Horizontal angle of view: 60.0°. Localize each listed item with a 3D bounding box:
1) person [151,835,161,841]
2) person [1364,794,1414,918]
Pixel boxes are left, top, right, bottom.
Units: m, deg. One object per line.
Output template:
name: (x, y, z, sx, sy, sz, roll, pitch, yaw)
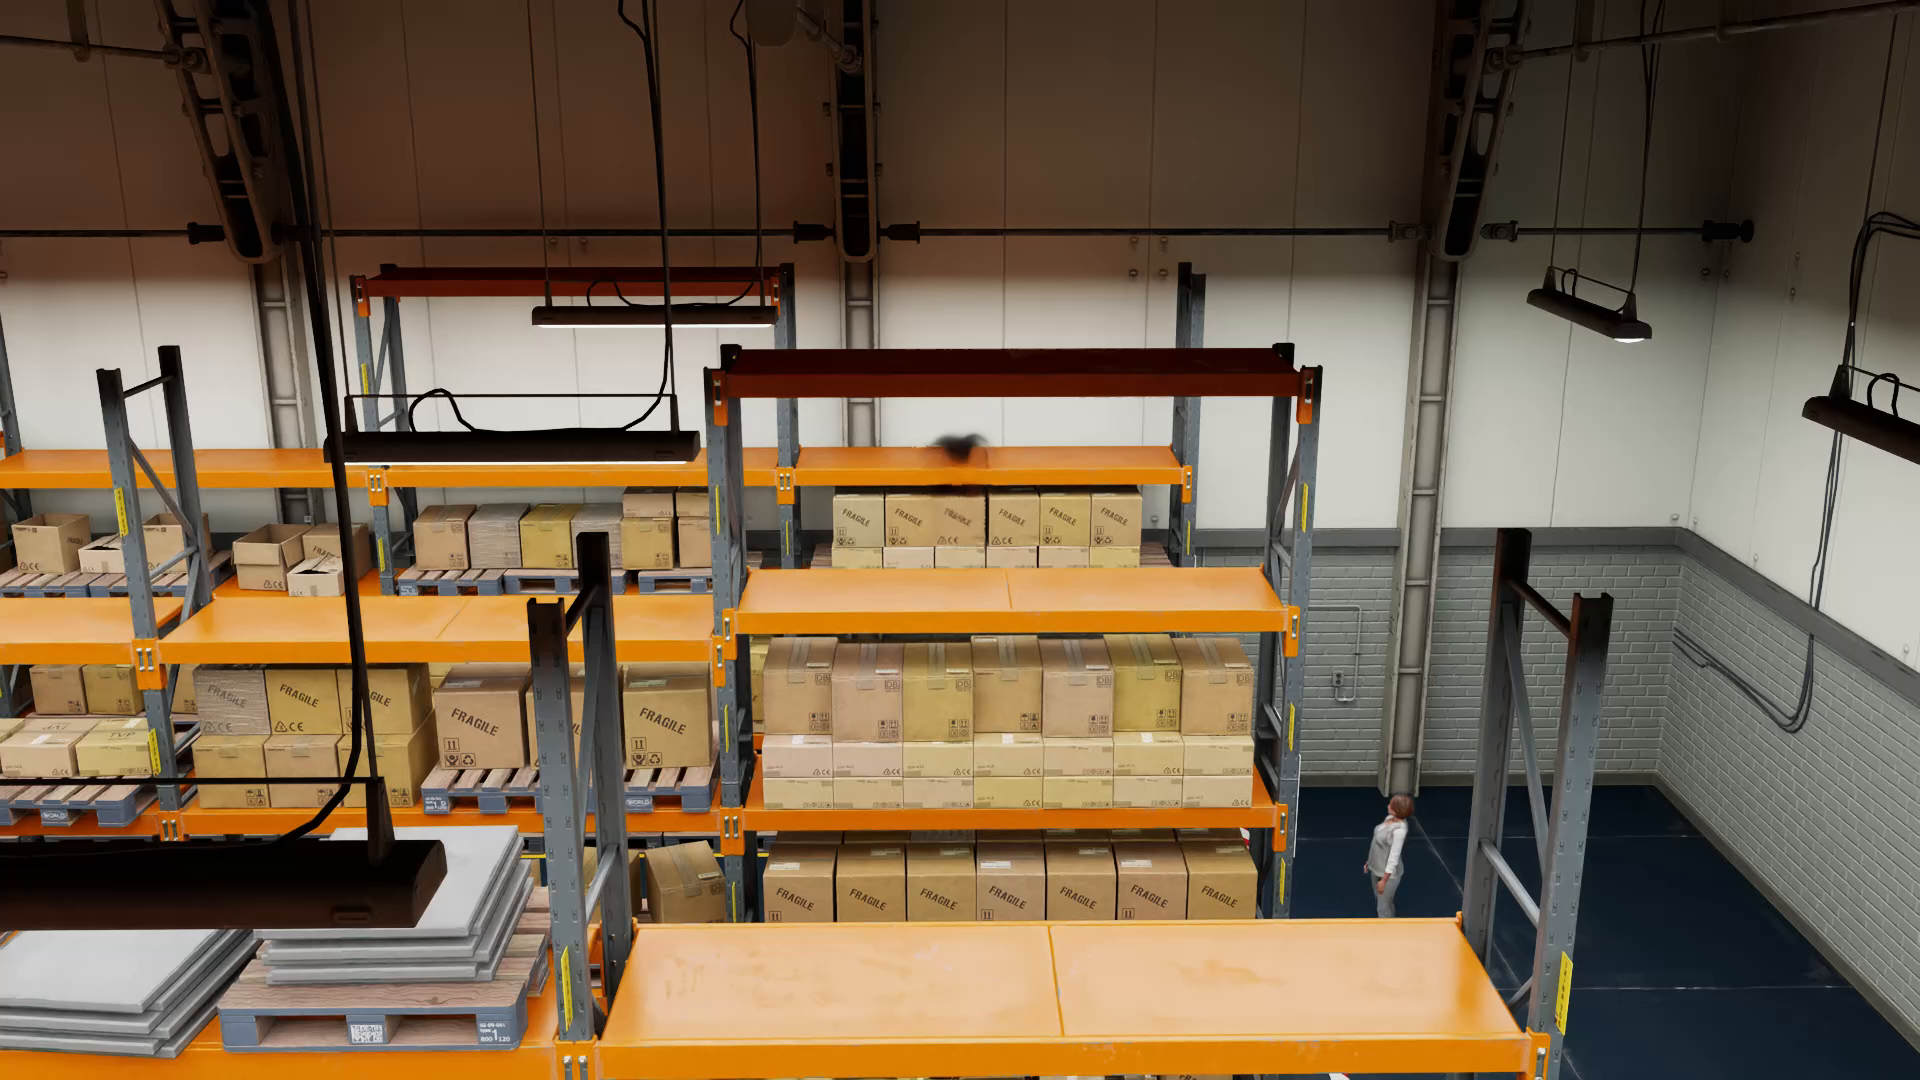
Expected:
person: (-6.894, 3.251, 14.435, 0.579, 1.705, 0.413, 0, 16, -1)
person: (3.900, 3.076, 15.256, 0.470, 1.584, 0.440, -4, 17, -14)
